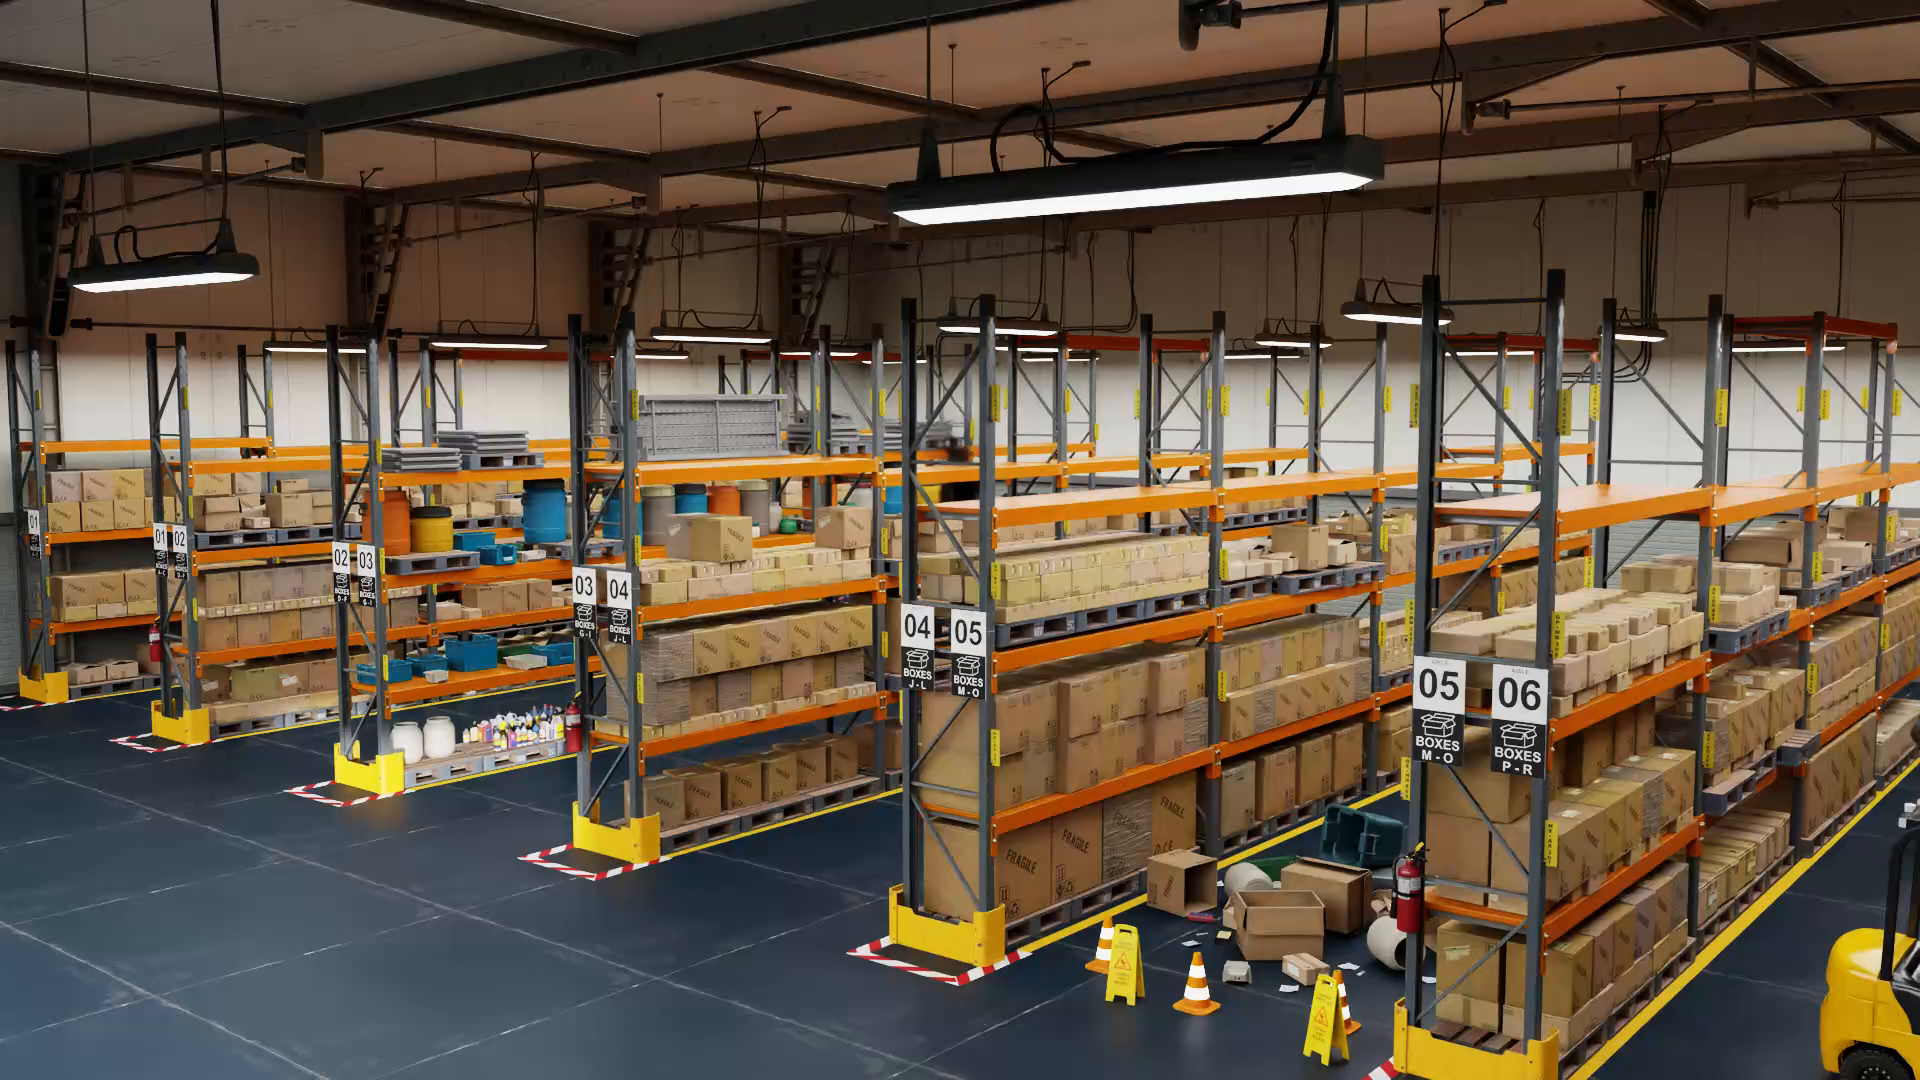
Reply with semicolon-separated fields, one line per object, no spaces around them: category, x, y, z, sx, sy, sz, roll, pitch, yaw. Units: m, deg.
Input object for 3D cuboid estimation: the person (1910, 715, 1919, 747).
person;11.545;2.571;19.553;0.656;1.673;0.604;3;6;34
